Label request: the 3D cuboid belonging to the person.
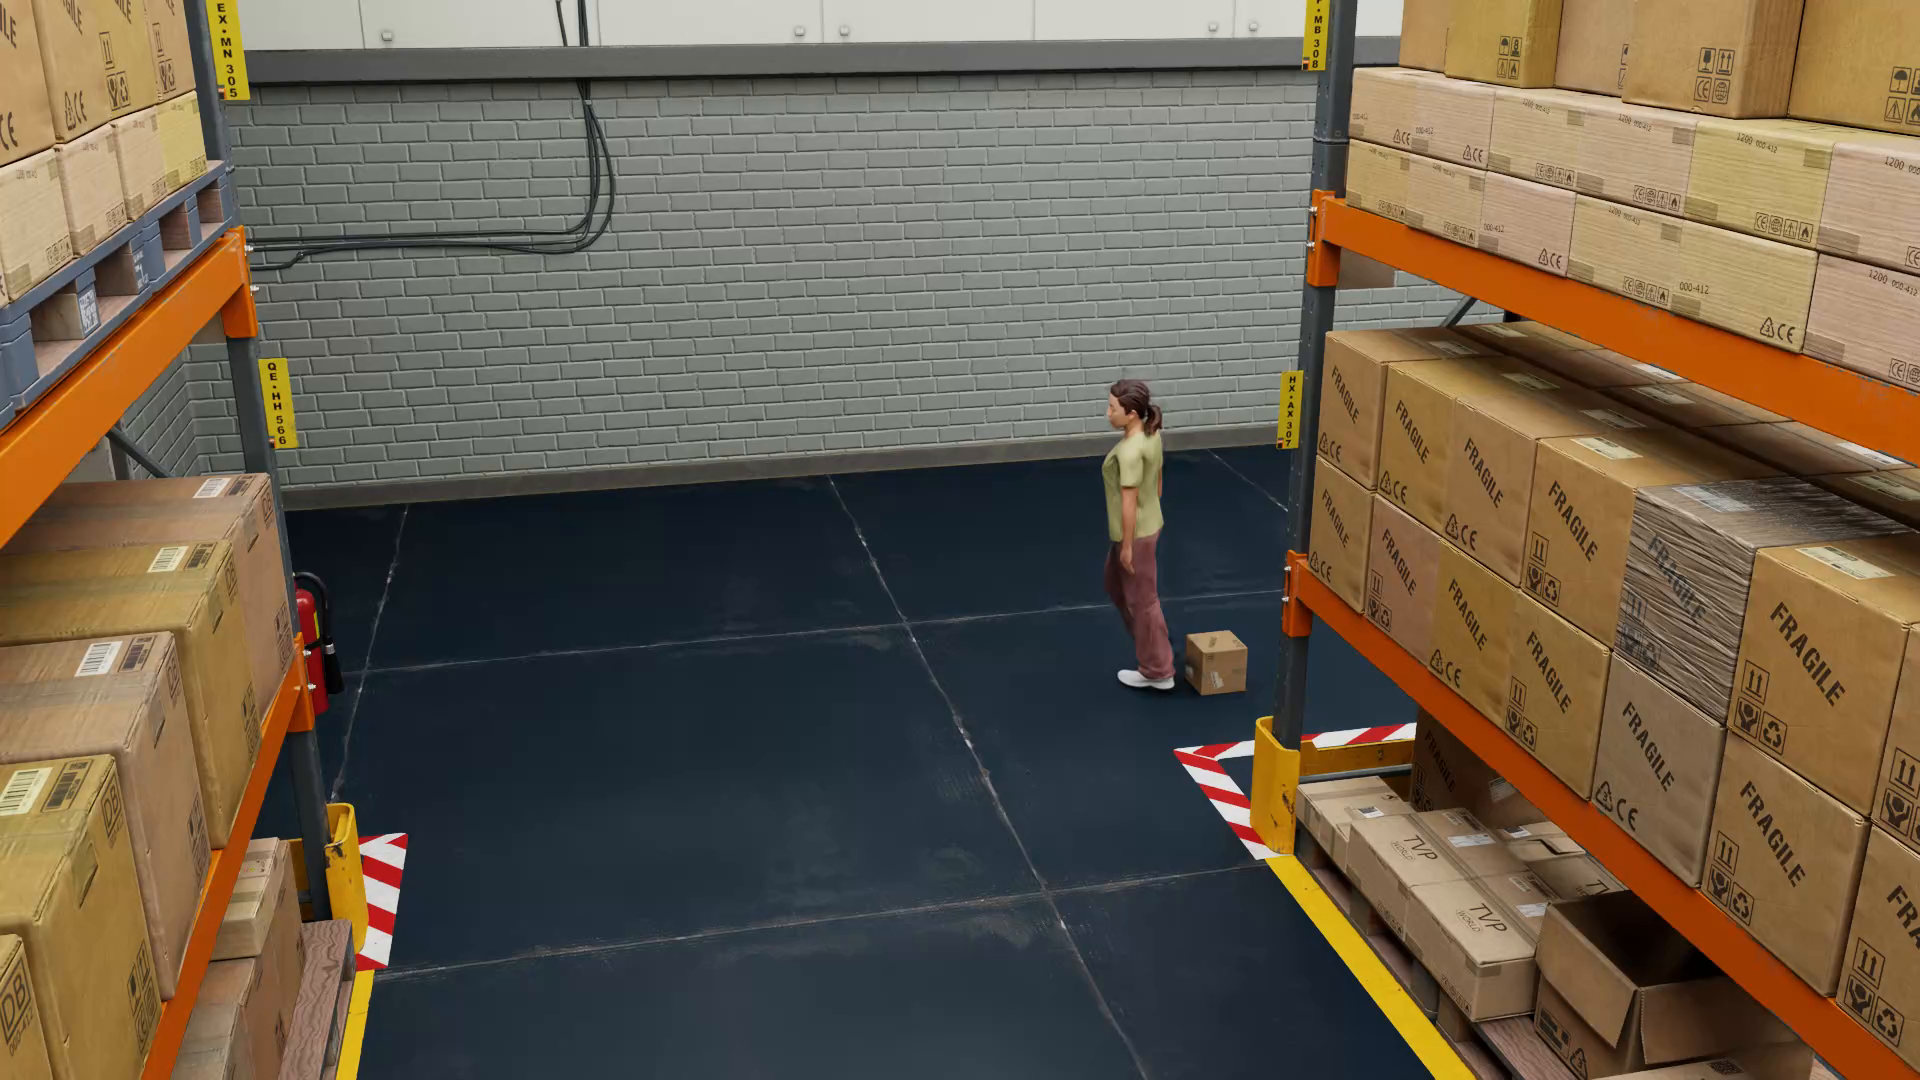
[{"bbox_3d":[0.937,-0.036,8.609,0.447,1.661,0.576,7,21,18],"label":"person"}]
